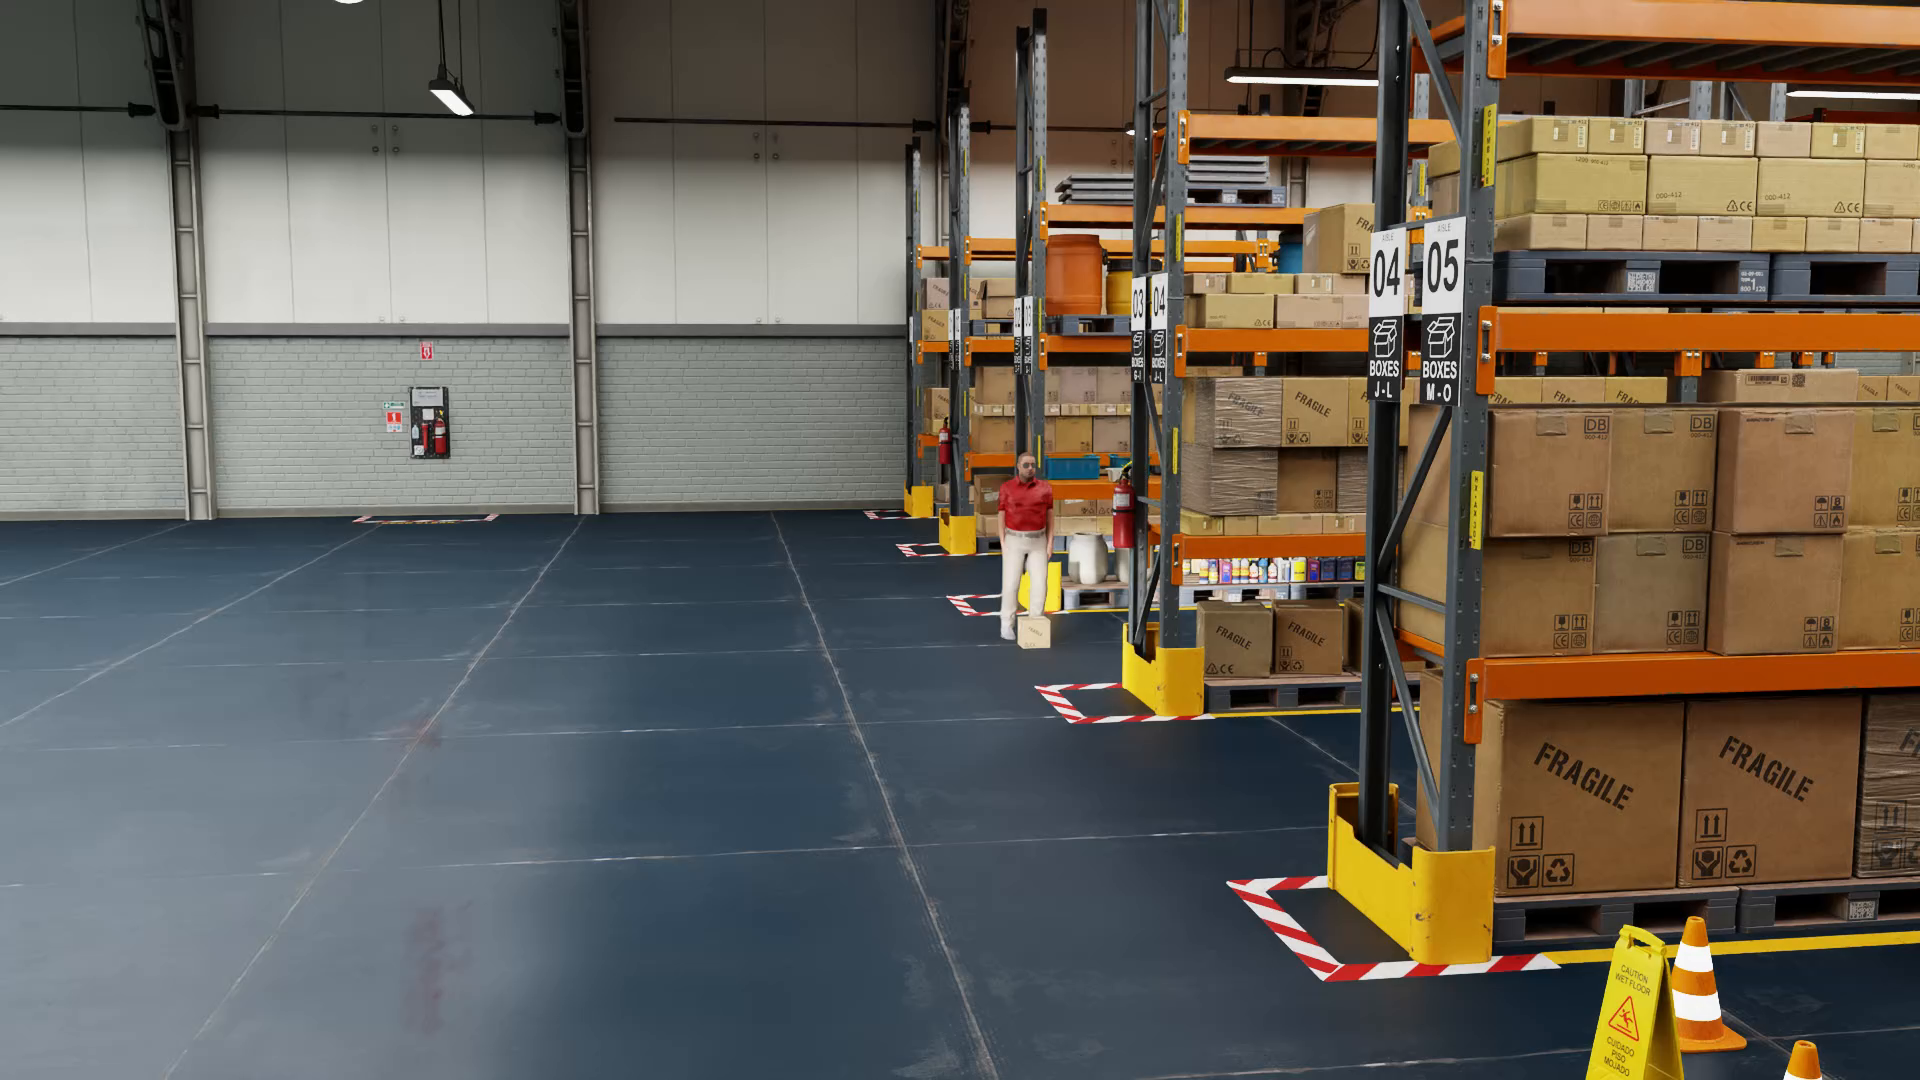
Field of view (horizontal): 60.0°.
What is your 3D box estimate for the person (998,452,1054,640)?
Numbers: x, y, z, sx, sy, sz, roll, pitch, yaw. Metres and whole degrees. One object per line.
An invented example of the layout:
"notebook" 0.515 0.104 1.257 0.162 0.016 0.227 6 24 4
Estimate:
"person" 0.620 0.063 15.393 0.526 1.746 0.360 -1 6 -7
